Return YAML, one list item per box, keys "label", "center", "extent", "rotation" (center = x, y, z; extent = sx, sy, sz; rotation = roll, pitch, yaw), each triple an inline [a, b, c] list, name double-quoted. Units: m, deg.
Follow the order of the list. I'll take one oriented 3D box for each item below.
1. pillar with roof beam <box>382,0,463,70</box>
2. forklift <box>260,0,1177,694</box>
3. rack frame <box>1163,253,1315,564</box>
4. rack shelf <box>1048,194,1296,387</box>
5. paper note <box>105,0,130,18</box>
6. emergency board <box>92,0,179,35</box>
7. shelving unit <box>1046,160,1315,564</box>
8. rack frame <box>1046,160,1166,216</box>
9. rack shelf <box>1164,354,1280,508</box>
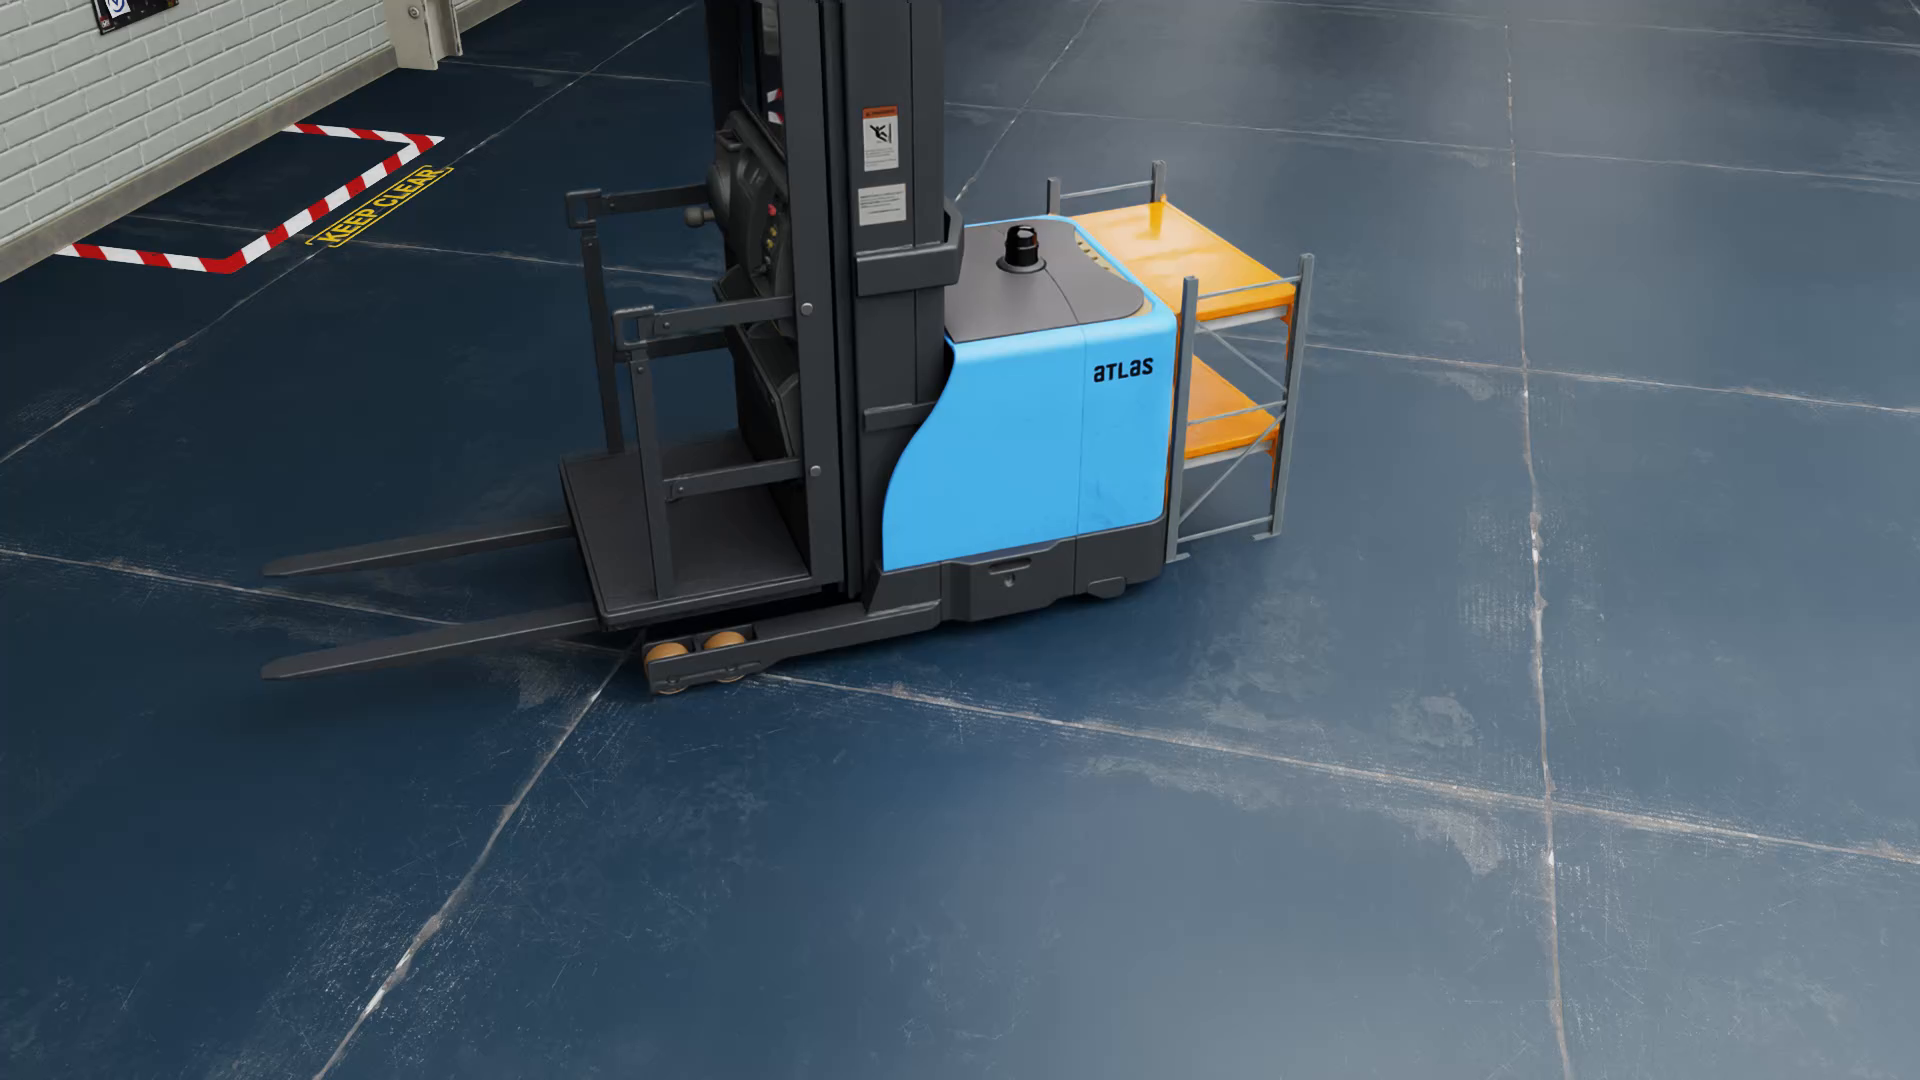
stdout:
- label: "pillar with roof beam"
  center: [0.508, -6.513, 8.108]
  extent: [9.100, 9.000, 0.400]
  rotation: [8, 33, 12]
- label: "forklift"
  center: [-0.847, -1.051, 5.171]
  extent: [3.031, 2.935, 1.130]
  rotation: [-10, 34, -16]
- label: "rack frame"
  center: [0.978, -0.447, 5.905]
  extent: [0.500, 1.125, 0.032]
  rotation: [-13, 35, -20]
- label: "rack shelf"
  center: [0.772, -0.944, 6.141]
  extent: [0.538, 0.278, 1.000]
  rotation: [-13, 35, -20]
- label: "paper note"
  center: [-4.431, -2.836, 8.737]
  extent: [0.016, 0.148, 0.142]
  rotation: [8, 33, 12]
- label: "emergency board"
  center: [-4.320, -3.291, 8.630]
  extent: [0.194, 1.169, 0.643]
  rotation: [8, 33, 12]
- label: "shelving unit"
  center: [0.772, -0.697, 6.298]
  extent: [0.538, 1.125, 1.048]
  rotation: [-13, 35, -20]
- label: "rack frame"
  center: [0.565, -0.946, 6.690]
  extent: [0.500, 1.125, 0.032]
  rotation: [-13, 35, -20]
- label: "rack shelf"
  center: [0.772, -0.490, 6.429]
  extent: [0.538, 0.278, 1.000]
  rotation: [-13, 35, -20]
